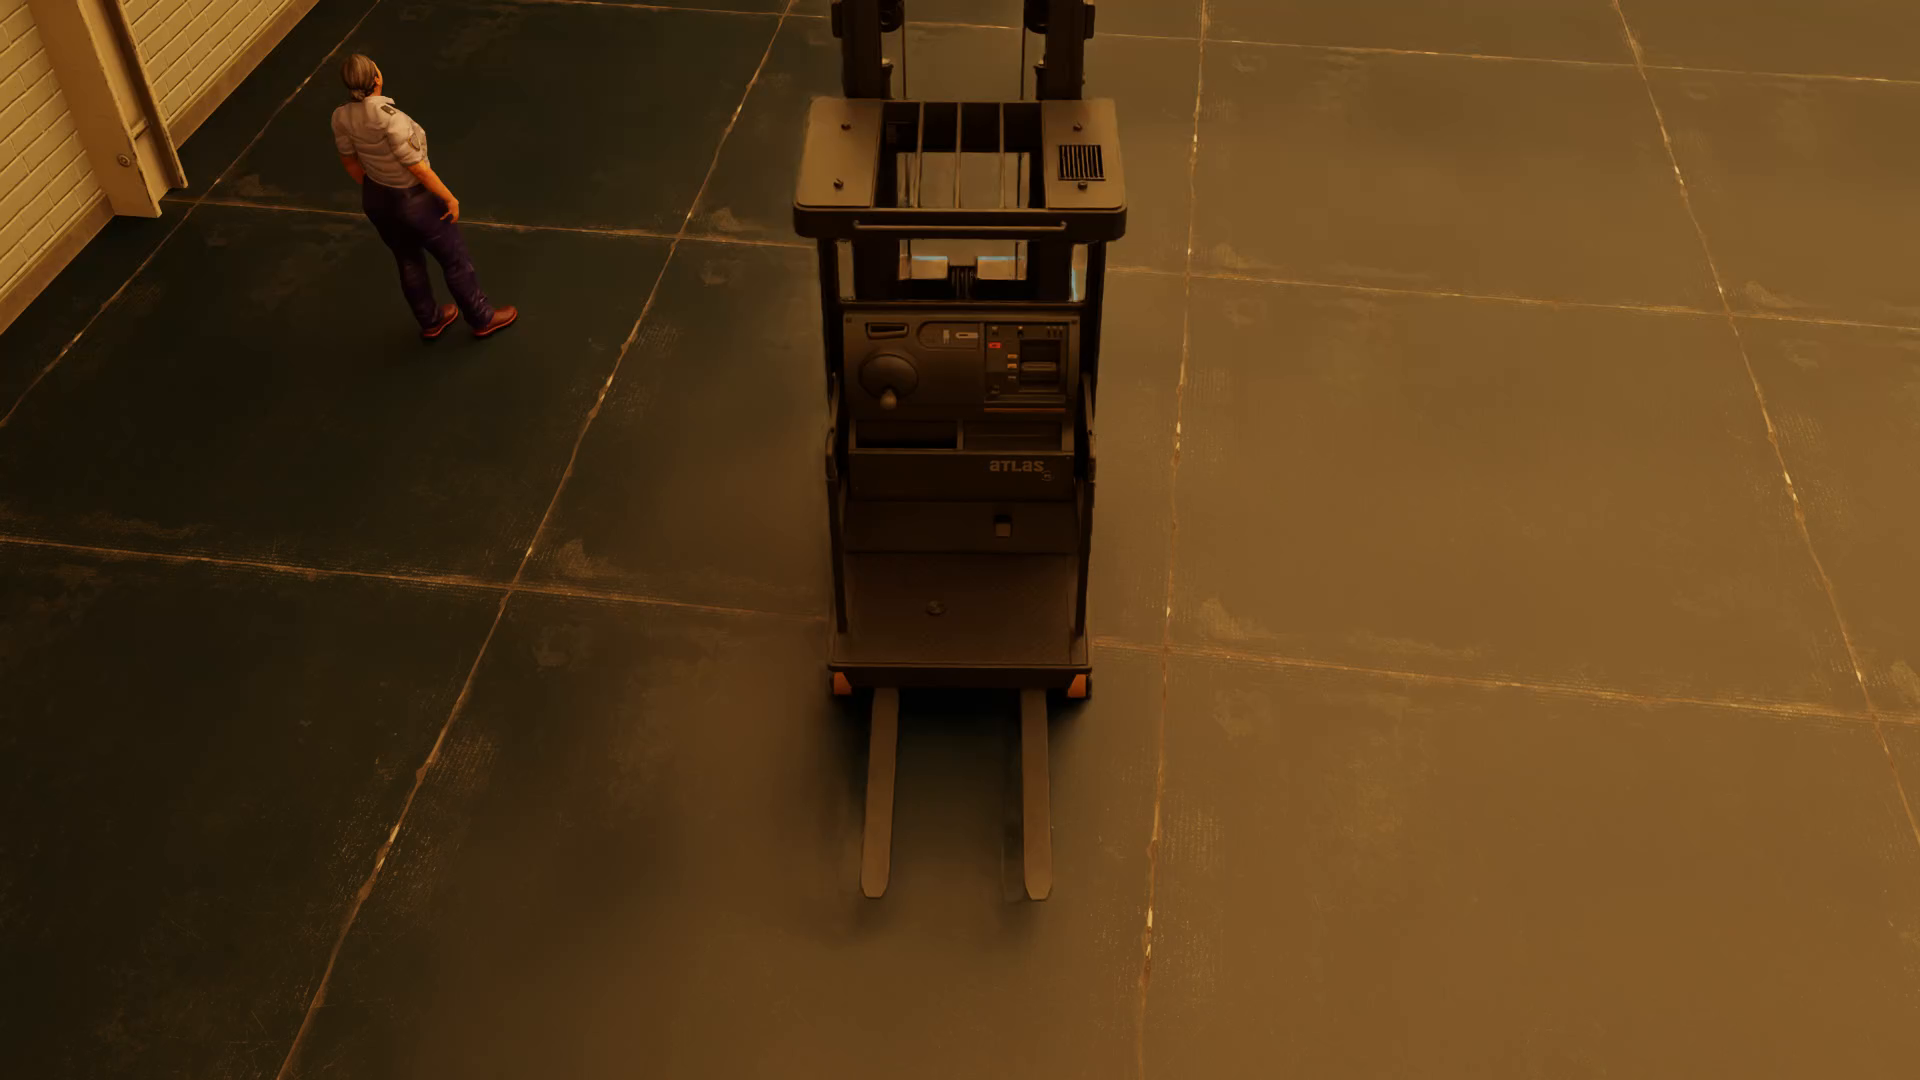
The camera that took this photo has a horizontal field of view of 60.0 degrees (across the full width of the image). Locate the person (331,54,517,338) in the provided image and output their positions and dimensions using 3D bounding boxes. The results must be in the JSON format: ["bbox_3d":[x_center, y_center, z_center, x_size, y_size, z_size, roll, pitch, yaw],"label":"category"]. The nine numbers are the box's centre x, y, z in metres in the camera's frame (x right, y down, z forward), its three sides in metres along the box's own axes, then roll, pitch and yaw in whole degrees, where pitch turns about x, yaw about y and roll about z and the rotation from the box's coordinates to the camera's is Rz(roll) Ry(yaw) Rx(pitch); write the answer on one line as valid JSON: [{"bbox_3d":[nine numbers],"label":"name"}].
[{"bbox_3d":[-2.803,-1.786,8.607,0.597,1.651,0.503,15,45,16],"label":"person"}]

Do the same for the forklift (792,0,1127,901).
[{"bbox_3d":[0.005,-0.618,6.397,1.130,2.935,3.031,1,43,1],"label":"forklift"}]
